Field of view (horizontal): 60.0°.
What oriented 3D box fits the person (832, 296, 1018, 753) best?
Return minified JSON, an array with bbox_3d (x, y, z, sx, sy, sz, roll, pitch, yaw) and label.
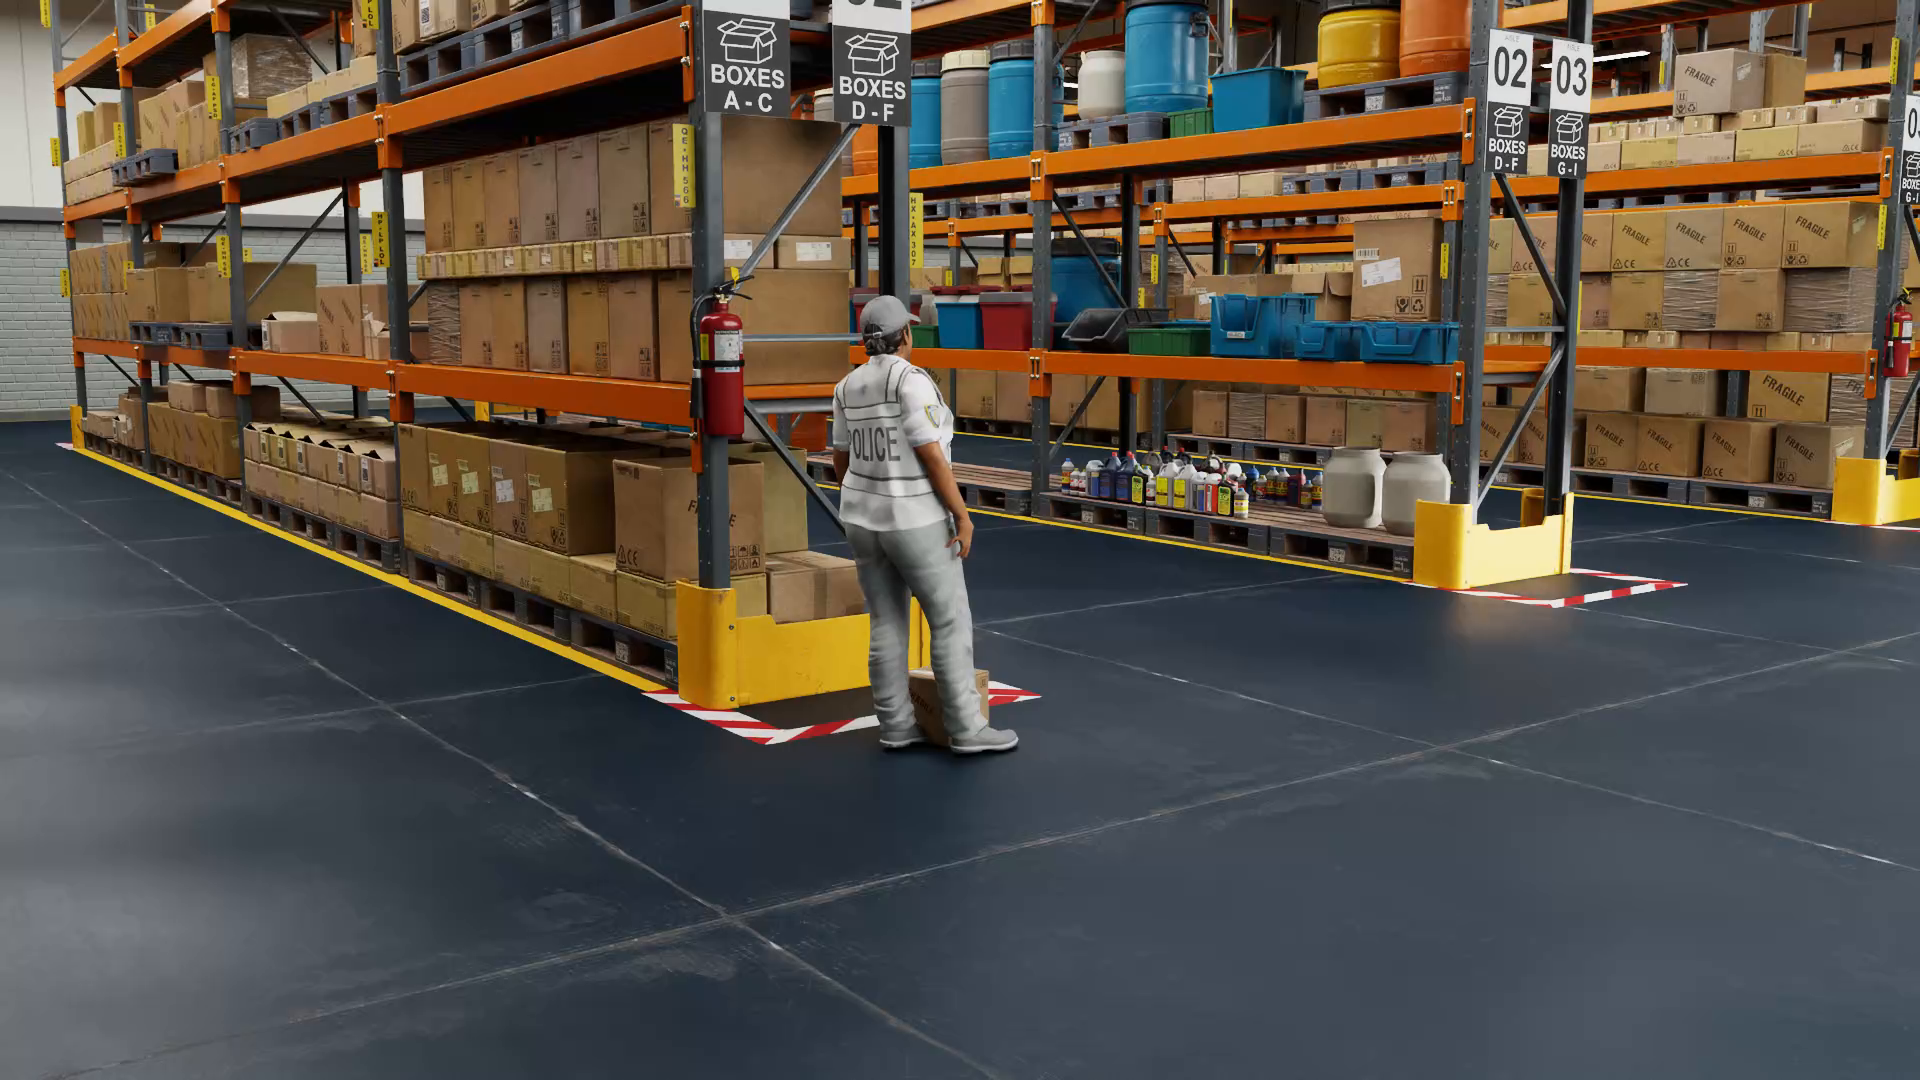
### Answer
[{"bbox_3d":[-0.150,-0.056,6.123,0.597,1.670,0.529,7,10,40],"label":"person"}]
